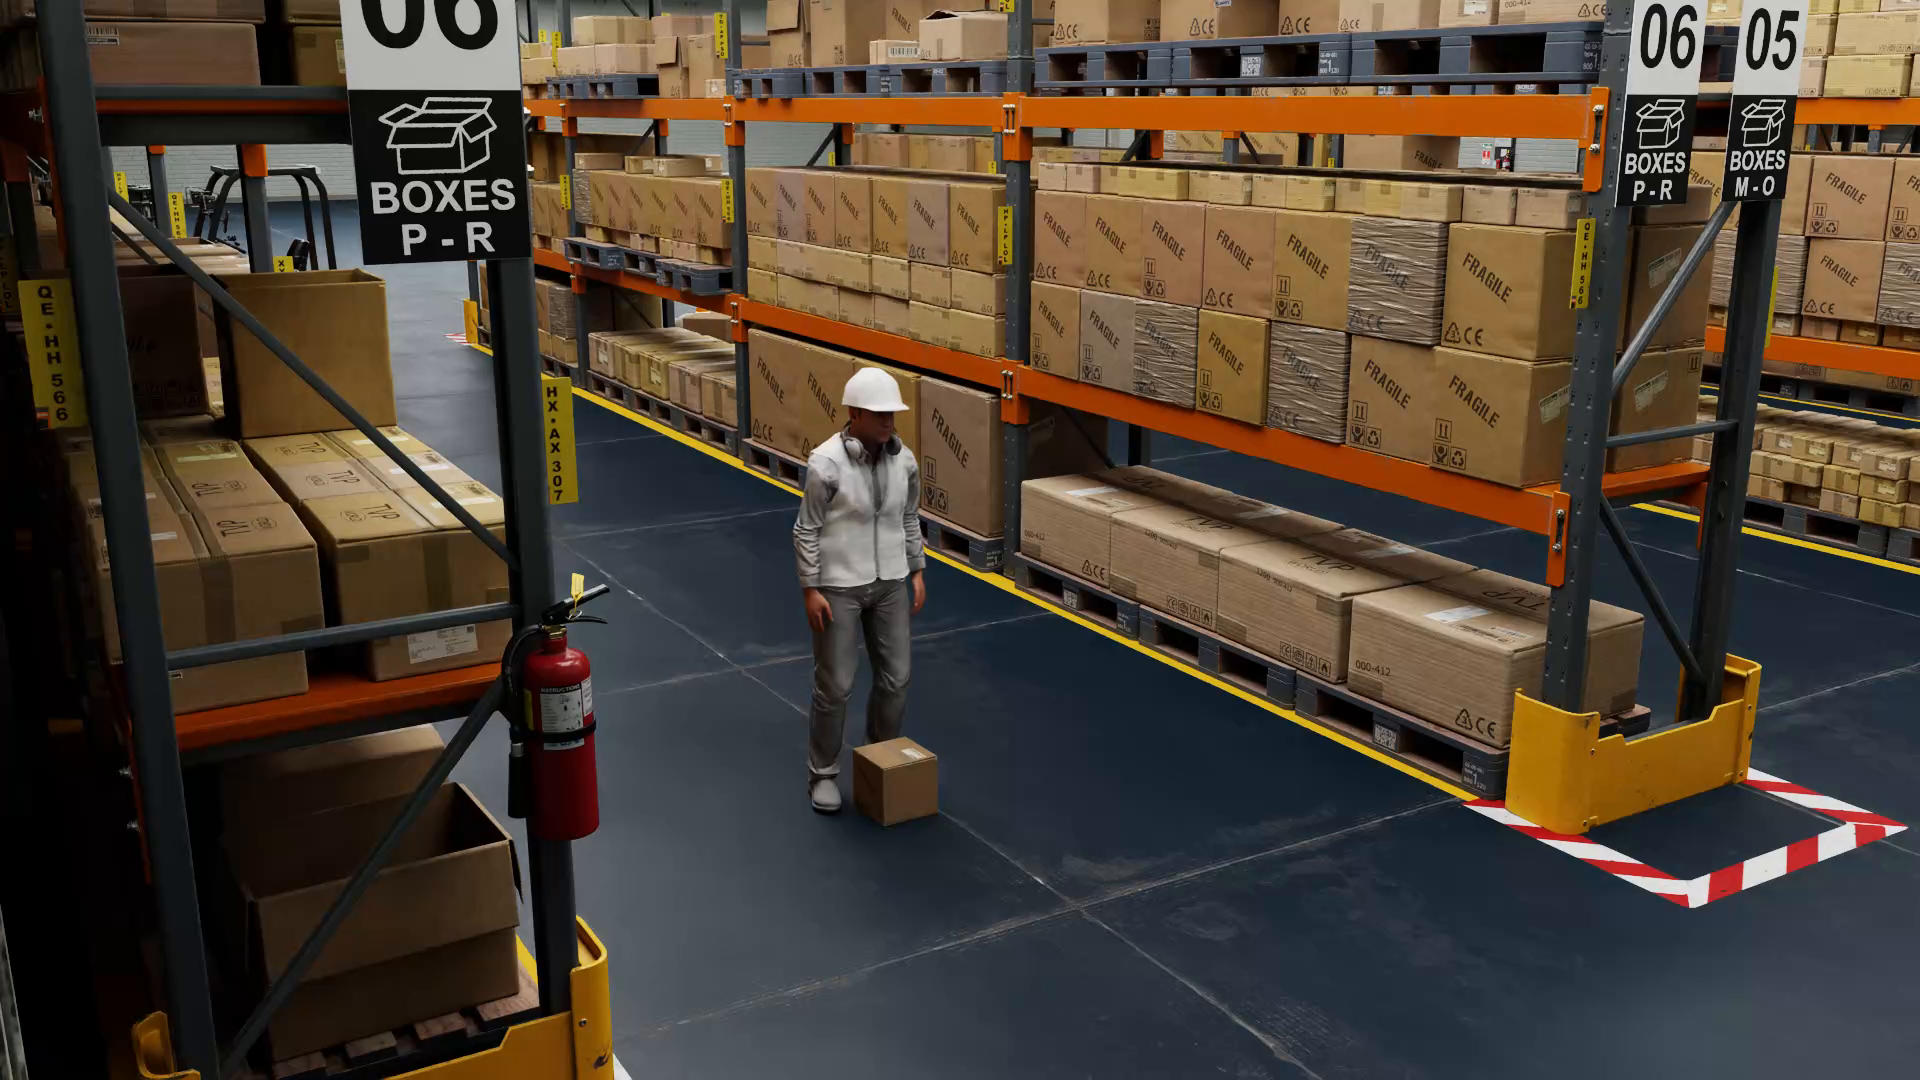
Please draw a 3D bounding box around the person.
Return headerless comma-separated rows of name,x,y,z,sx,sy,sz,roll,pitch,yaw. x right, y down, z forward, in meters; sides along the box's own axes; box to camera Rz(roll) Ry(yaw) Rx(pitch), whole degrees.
person,-0.394,0.179,6.731,0.594,1.772,0.460,-10,18,-33
